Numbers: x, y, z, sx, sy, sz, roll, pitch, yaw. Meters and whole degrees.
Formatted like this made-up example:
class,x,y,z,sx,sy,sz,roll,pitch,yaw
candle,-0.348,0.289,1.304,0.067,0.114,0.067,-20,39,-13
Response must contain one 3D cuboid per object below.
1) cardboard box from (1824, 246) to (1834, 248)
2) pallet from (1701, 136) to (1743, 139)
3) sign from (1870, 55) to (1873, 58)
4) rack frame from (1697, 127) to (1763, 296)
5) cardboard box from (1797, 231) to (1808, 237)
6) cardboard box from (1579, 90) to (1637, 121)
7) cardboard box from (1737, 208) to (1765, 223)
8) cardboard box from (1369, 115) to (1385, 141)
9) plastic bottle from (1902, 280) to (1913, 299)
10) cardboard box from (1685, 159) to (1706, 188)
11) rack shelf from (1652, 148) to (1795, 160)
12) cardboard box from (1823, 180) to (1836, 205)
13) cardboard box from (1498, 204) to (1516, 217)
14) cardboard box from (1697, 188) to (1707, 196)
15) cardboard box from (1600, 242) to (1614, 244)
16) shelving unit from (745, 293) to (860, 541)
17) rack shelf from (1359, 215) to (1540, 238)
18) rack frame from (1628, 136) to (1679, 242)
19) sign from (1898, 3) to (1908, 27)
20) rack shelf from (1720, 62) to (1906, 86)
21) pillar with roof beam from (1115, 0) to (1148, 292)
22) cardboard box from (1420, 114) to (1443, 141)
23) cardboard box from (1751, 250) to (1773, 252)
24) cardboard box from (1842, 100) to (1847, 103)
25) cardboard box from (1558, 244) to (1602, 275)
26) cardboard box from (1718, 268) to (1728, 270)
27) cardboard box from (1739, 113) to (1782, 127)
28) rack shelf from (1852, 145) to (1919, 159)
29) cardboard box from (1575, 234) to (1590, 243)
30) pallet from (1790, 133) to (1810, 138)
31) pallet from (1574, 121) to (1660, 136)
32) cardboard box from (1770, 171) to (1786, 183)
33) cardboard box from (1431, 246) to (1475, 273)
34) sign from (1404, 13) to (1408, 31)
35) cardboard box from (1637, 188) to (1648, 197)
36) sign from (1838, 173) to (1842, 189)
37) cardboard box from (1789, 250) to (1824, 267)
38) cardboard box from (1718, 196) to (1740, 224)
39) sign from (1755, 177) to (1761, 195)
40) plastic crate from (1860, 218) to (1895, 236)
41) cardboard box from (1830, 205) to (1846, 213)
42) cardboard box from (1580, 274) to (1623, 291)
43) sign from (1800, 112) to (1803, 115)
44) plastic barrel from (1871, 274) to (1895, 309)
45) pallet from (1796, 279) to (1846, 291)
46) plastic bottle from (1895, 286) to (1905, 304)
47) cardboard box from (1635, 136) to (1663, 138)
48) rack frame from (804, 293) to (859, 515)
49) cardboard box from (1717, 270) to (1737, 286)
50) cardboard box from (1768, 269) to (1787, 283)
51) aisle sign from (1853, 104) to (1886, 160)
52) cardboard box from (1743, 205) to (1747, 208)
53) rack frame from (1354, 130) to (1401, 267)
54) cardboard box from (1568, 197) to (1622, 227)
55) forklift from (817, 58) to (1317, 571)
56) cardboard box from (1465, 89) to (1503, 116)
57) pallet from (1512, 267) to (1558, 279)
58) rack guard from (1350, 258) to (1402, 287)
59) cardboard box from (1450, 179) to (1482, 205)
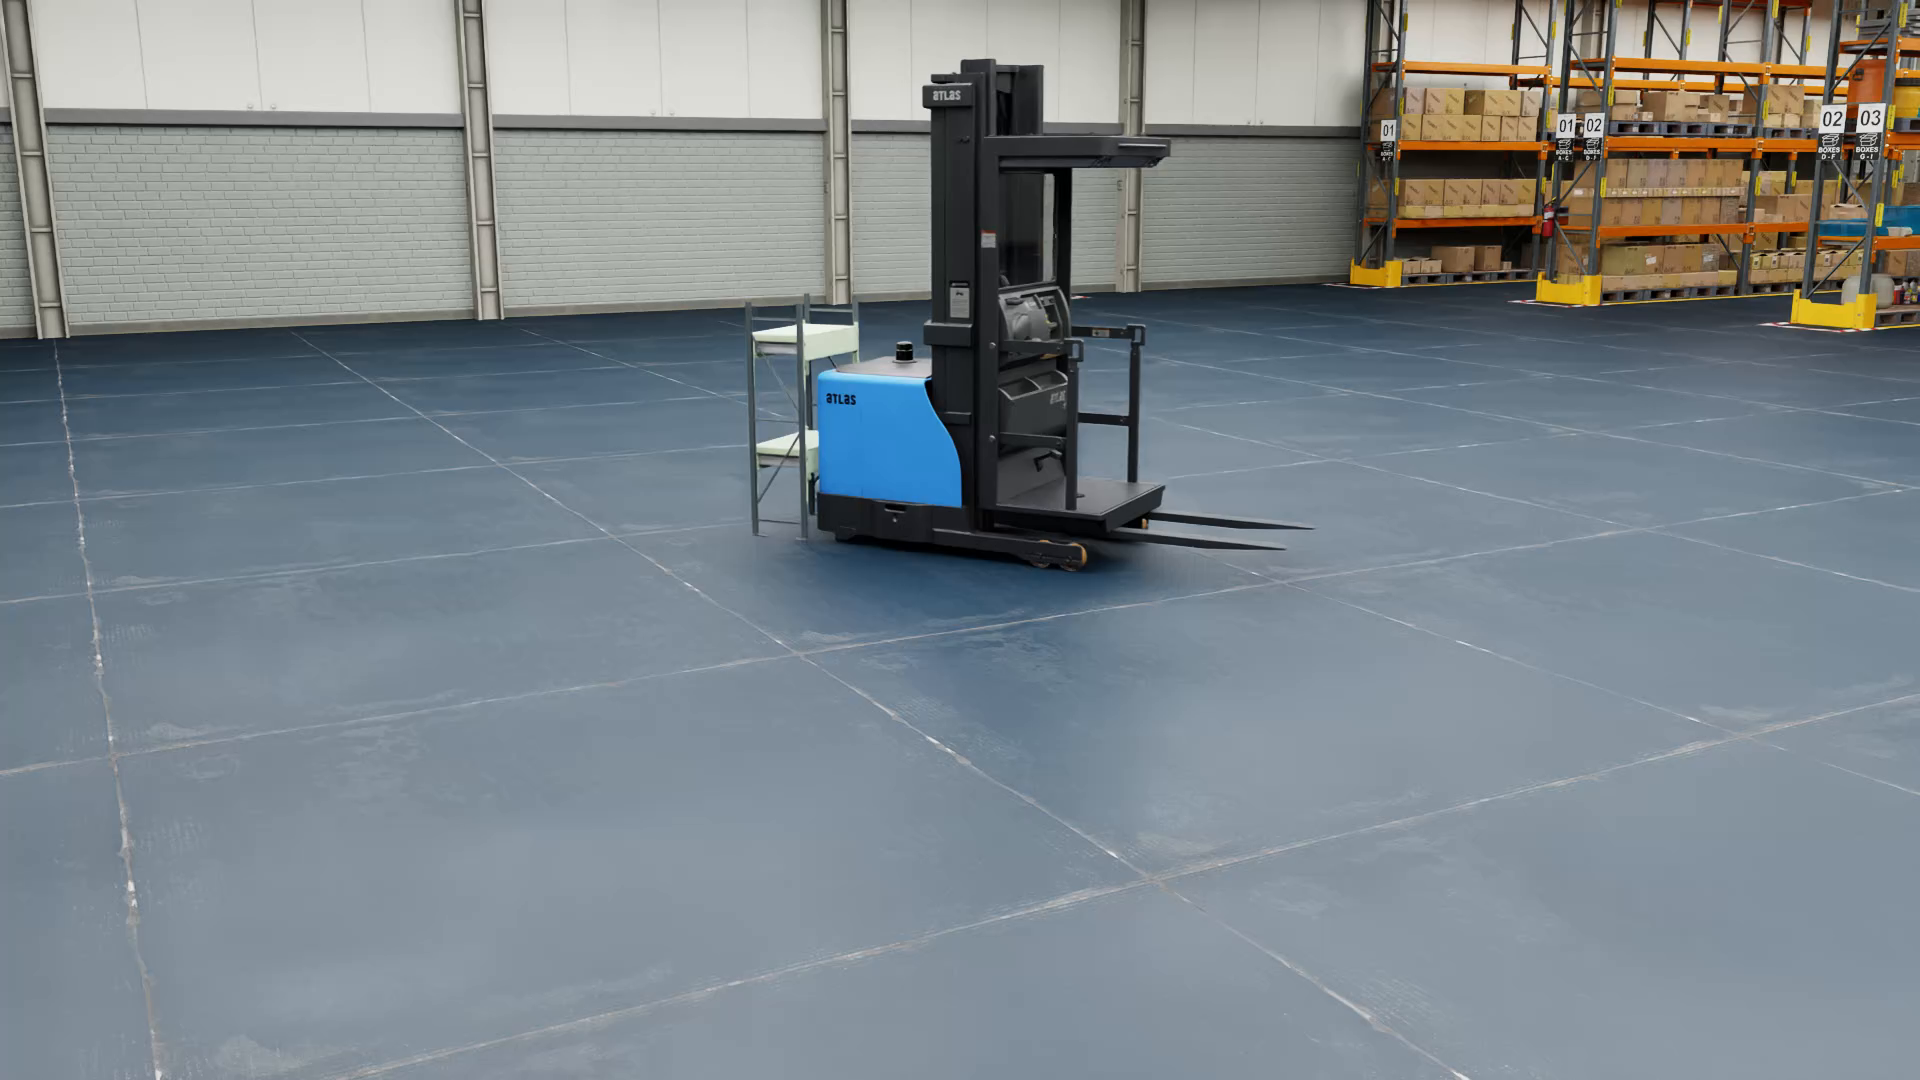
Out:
class,x,y,z,sx,sy,sz,roll,pitch,yaw
cardboard box,20.385,-6.982,39.539,0.500,0.500,0.700,-6,14,-27
pallet,16.794,-8.979,37.272,1.213,0.211,1.003,-6,14,-25
sign,22.036,-11.820,40.148,0.005,0.325,0.100,-7,14,-28
rack frame,14.140,-6.036,30.599,0.127,3.000,1.000,-7,14,-28
cardboard box,19.879,-7.194,39.002,0.250,0.149,0.380,-6,14,-26
cardboard box,11.136,-7.462,28.592,0.637,0.503,0.797,-6,14,-24
cardboard box,14.551,-6.023,30.883,0.500,0.250,0.500,-6,14,-24
cardboard box,8.497,-8.184,33.039,0.500,0.500,0.500,-6,14,-24
plastic bottle,14.901,-3.914,26.202,0.185,0.351,0.144,-6,14,-26
cardboard box,12.871,-6.564,29.762,0.500,0.500,0.700,-7,14,-28
rack shelf,17.030,-8.734,37.394,4.000,0.370,1.077,-7,14,-28
cardboard box,19.913,-8.108,39.122,0.700,0.700,0.980,-7,15,-29
cardboard box,11.052,-6.768,34.147,0.500,0.250,0.500,-7,14,-28
cardboard box,13.110,-6.225,29.732,0.250,0.149,0.380,-7,14,-28
cardboard box,13.737,-6.231,36.156,0.500,0.500,0.700,-7,14,-28
shelving unit,-1.004,-0.819,10.829,0.431,1.500,0.755,6,14,24
rack shelf,10.008,-6.429,33.983,4.000,0.370,1.077,-7,14,-28
rack frame,15.274,-7.411,36.709,0.127,3.000,1.000,-7,14,-28
sign,13.259,-7.379,23.377,0.005,0.325,0.100,-7,14,-28
rack shelf,15.896,-8.627,30.998,4.000,0.370,1.077,-7,14,-28
pillar with roof beam,5.249,-8.276,26.888,0.400,9.000,9.100,-7,14,-28
cardboard box,9.154,-8.128,32.790,0.500,0.500,0.500,-6,14,-24
cardboard box,15.251,-5.379,31.708,0.500,0.311,0.500,-7,14,-28
cardboard box,20.425,-9.971,38.701,0.500,0.500,0.500,-7,14,-28
cardboard box,10.957,-4.958,29.408,0.500,0.500,0.500,-7,14,-28
cardboard box,14.365,-4.999,31.297,0.500,0.250,0.500,-7,14,-28
cardboard box,14.686,-7.694,30.520,0.500,0.250,0.500,-5,14,-22
rack shelf,19.407,-7.780,33.153,4.000,0.370,1.077,-7,14,-28
cardboard box,13.241,-6.535,35.797,0.500,0.250,0.500,-7,15,-29
pallet,19.508,-9.336,38.633,1.213,0.211,1.003,-7,14,-28
pallet,11.262,-7.105,28.718,1.213,0.211,1.003,-7,14,-28
cardboard box,18.498,-8.303,38.013,0.500,0.250,0.500,-6,14,-26
cardboard box,10.071,-5.748,34.009,0.500,0.500,0.700,-8,15,-31
sign,8.512,-9.886,31.735,0.005,0.325,0.100,-7,14,-28
cardboard box,11.749,-6.061,29.003,0.250,0.149,0.380,-7,14,-29
sign,17.383,-7.087,32.811,0.005,0.325,0.100,-7,14,-28
cardboard box,15.971,-5.331,31.493,0.500,0.311,0.500,-6,14,-26
cardboard box,13.754,-6.037,30.375,0.500,0.500,0.700,-7,15,-29
sign,14.407,-6.390,30.021,0.005,0.325,0.100,-7,14,-28
plastic crate,13.868,-4.765,25.291,0.408,0.251,0.499,-7,14,-28
cardboard box,16.773,-6.357,32.226,0.500,0.311,0.500,-7,14,-29
cardboard box,11.207,-4.492,29.045,0.500,0.250,0.500,-7,14,-28
sign,19.054,-9.598,37.698,0.005,0.325,0.100,-7,14,-28
plastic barrel,13.980,-3.788,25.320,0.421,0.512,0.421,0,13,0
pallet,16.910,-5.018,32.424,1.213,0.211,1.003,-7,14,-28
plastic bottle,14.687,-3.828,25.973,0.133,0.283,0.061,-7,14,-28
cardboard box,14.772,-8.713,35.820,0.500,0.311,0.500,-7,14,-28
rack frame,-0.851,-0.892,11.153,0.400,1.500,0.023,6,14,24
cardboard box,13.838,-4.809,30.451,0.500,0.250,0.500,-7,14,-28
cardboard box,15.062,-4.948,31.069,0.500,0.250,0.500,-6,14,-26
aisle sign,13.077,-5.865,23.916,0.004,0.787,0.394,-7,14,-28
cardboard box,17.715,-7.527,37.752,0.250,0.149,0.380,-7,14,-28
rack frame,8.252,-6.570,32.969,0.127,3.000,1.000,-7,14,-28
cardboard box,11.045,-5.711,28.926,0.500,0.500,0.700,-7,14,-28
forklift,0.640,-1.379,10.061,3.031,2.935,1.130,6,14,26
cardboard box,10.524,-8.779,33.402,0.500,0.500,0.500,-7,15,-30
pallet,12.446,-5.712,35.511,1.213,0.211,1.003,-7,14,-28
rack guard,8.319,-5.358,33.279,0.348,0.500,1.175,-7,14,-28
cardboard box,10.158,-7.024,33.577,0.500,0.500,0.500,-6,14,-26
